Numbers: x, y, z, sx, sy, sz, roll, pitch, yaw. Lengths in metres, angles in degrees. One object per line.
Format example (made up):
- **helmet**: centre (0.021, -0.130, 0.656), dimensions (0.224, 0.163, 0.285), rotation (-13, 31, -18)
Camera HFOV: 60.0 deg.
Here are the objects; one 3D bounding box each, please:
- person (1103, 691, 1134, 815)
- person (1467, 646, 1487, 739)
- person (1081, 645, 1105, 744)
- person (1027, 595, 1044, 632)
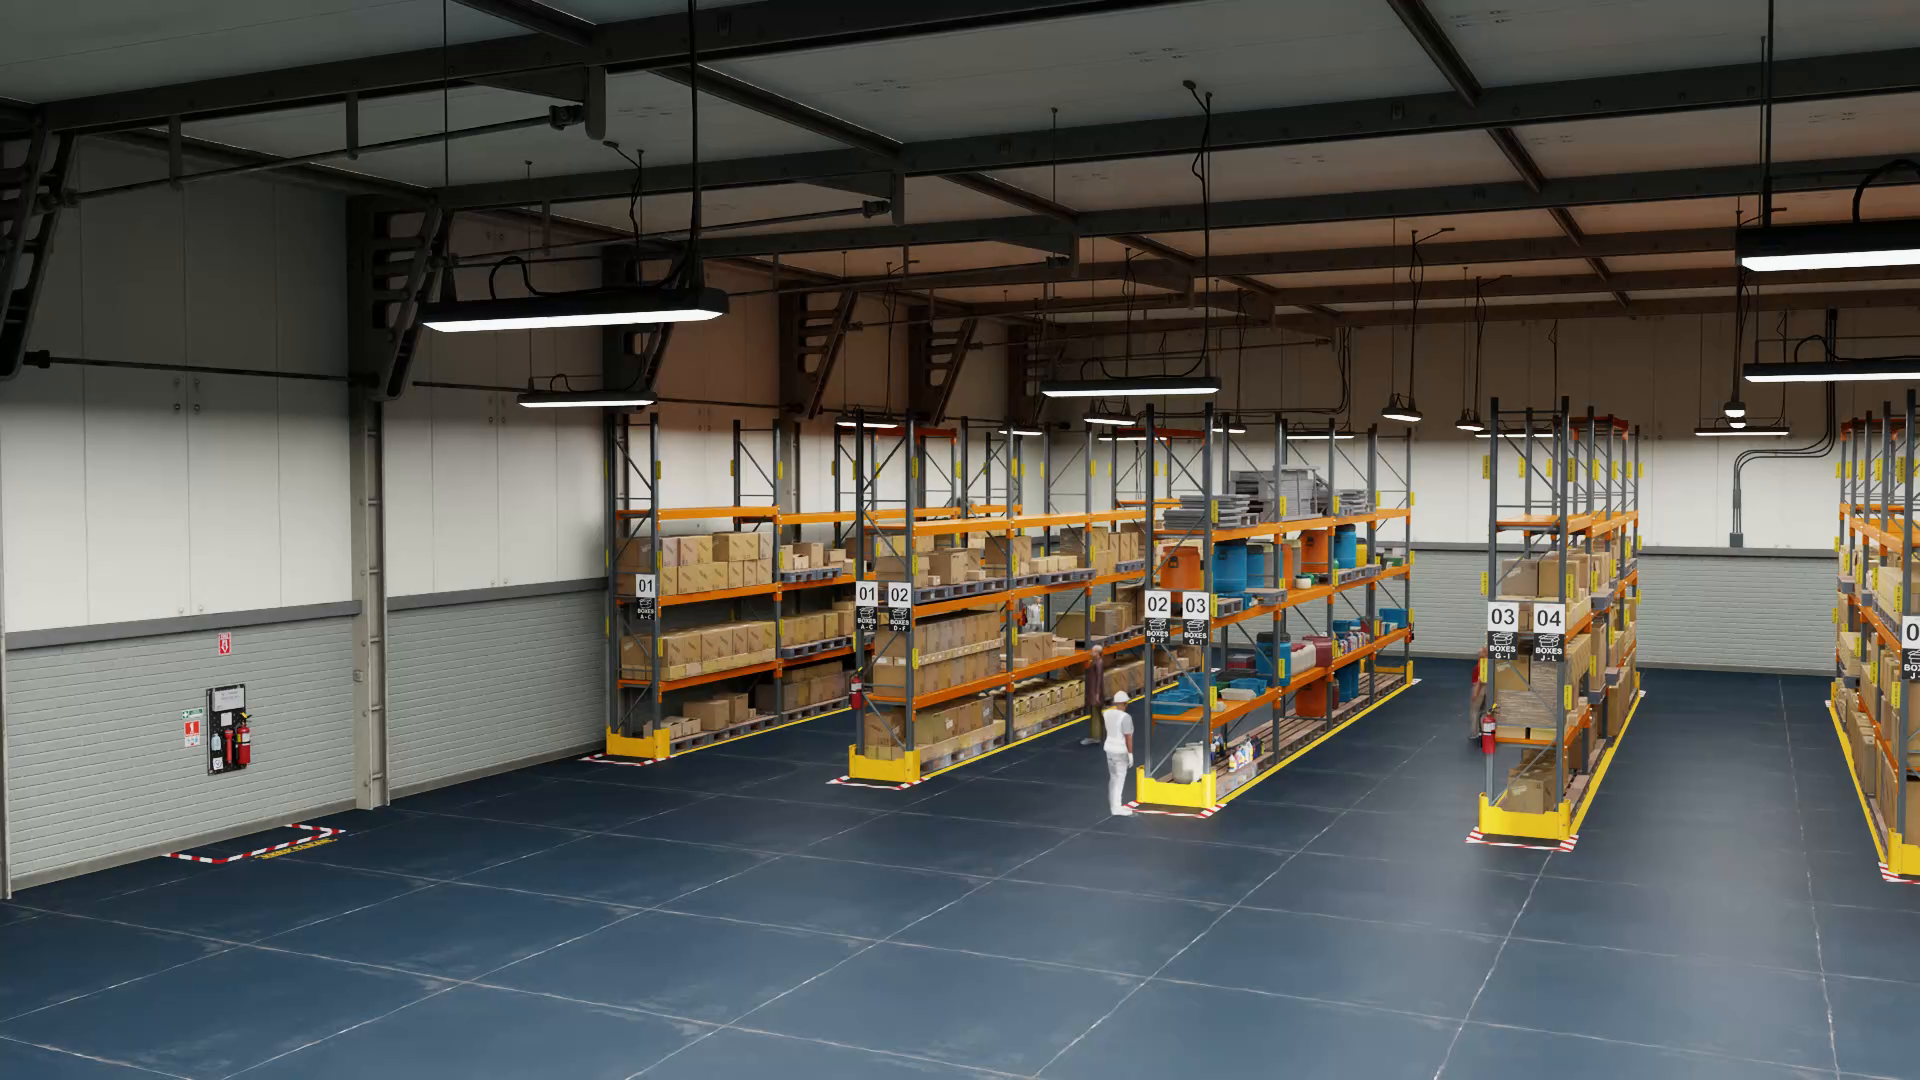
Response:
- **person**: centre (2.345, 3.091, 24.152), dimensions (0.444, 1.803, 0.588), rotation (-1, 3, -27)
- **person**: centre (9.701, 2.844, 30.995), dimensions (0.550, 1.740, 0.429), rotation (-2, 3, -40)
- **person**: centre (2.440, 2.825, 30.551), dimensions (0.453, 1.787, 0.631), rotation (0, 2, 3)
- **person**: centre (2.081, 2.286, 44.699), dimensions (0.534, 1.685, 0.495), rotation (0, 2, -10)
